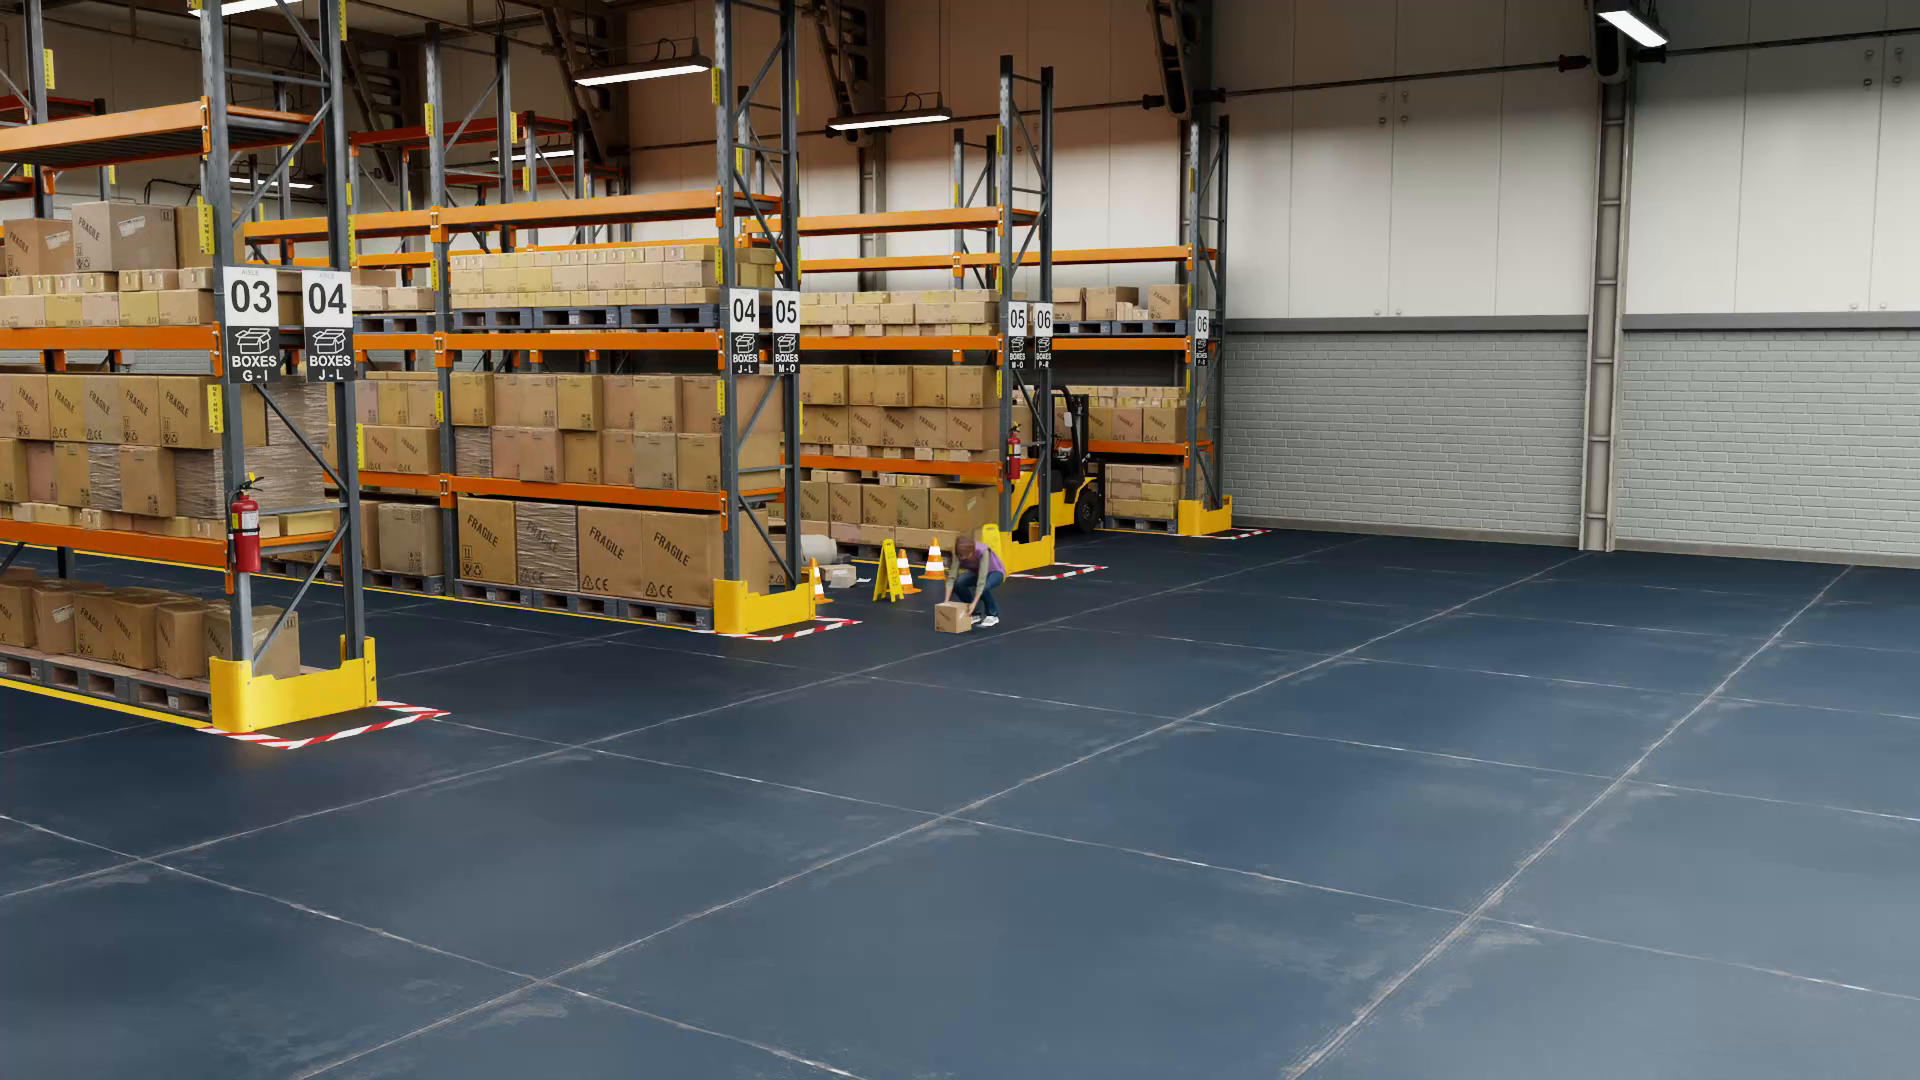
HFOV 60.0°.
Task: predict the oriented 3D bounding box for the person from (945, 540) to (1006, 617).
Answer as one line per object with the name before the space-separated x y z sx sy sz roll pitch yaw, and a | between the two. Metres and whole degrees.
person | 0.200 0.367 16.023 0.443 0.768 0.666 4 8 33
